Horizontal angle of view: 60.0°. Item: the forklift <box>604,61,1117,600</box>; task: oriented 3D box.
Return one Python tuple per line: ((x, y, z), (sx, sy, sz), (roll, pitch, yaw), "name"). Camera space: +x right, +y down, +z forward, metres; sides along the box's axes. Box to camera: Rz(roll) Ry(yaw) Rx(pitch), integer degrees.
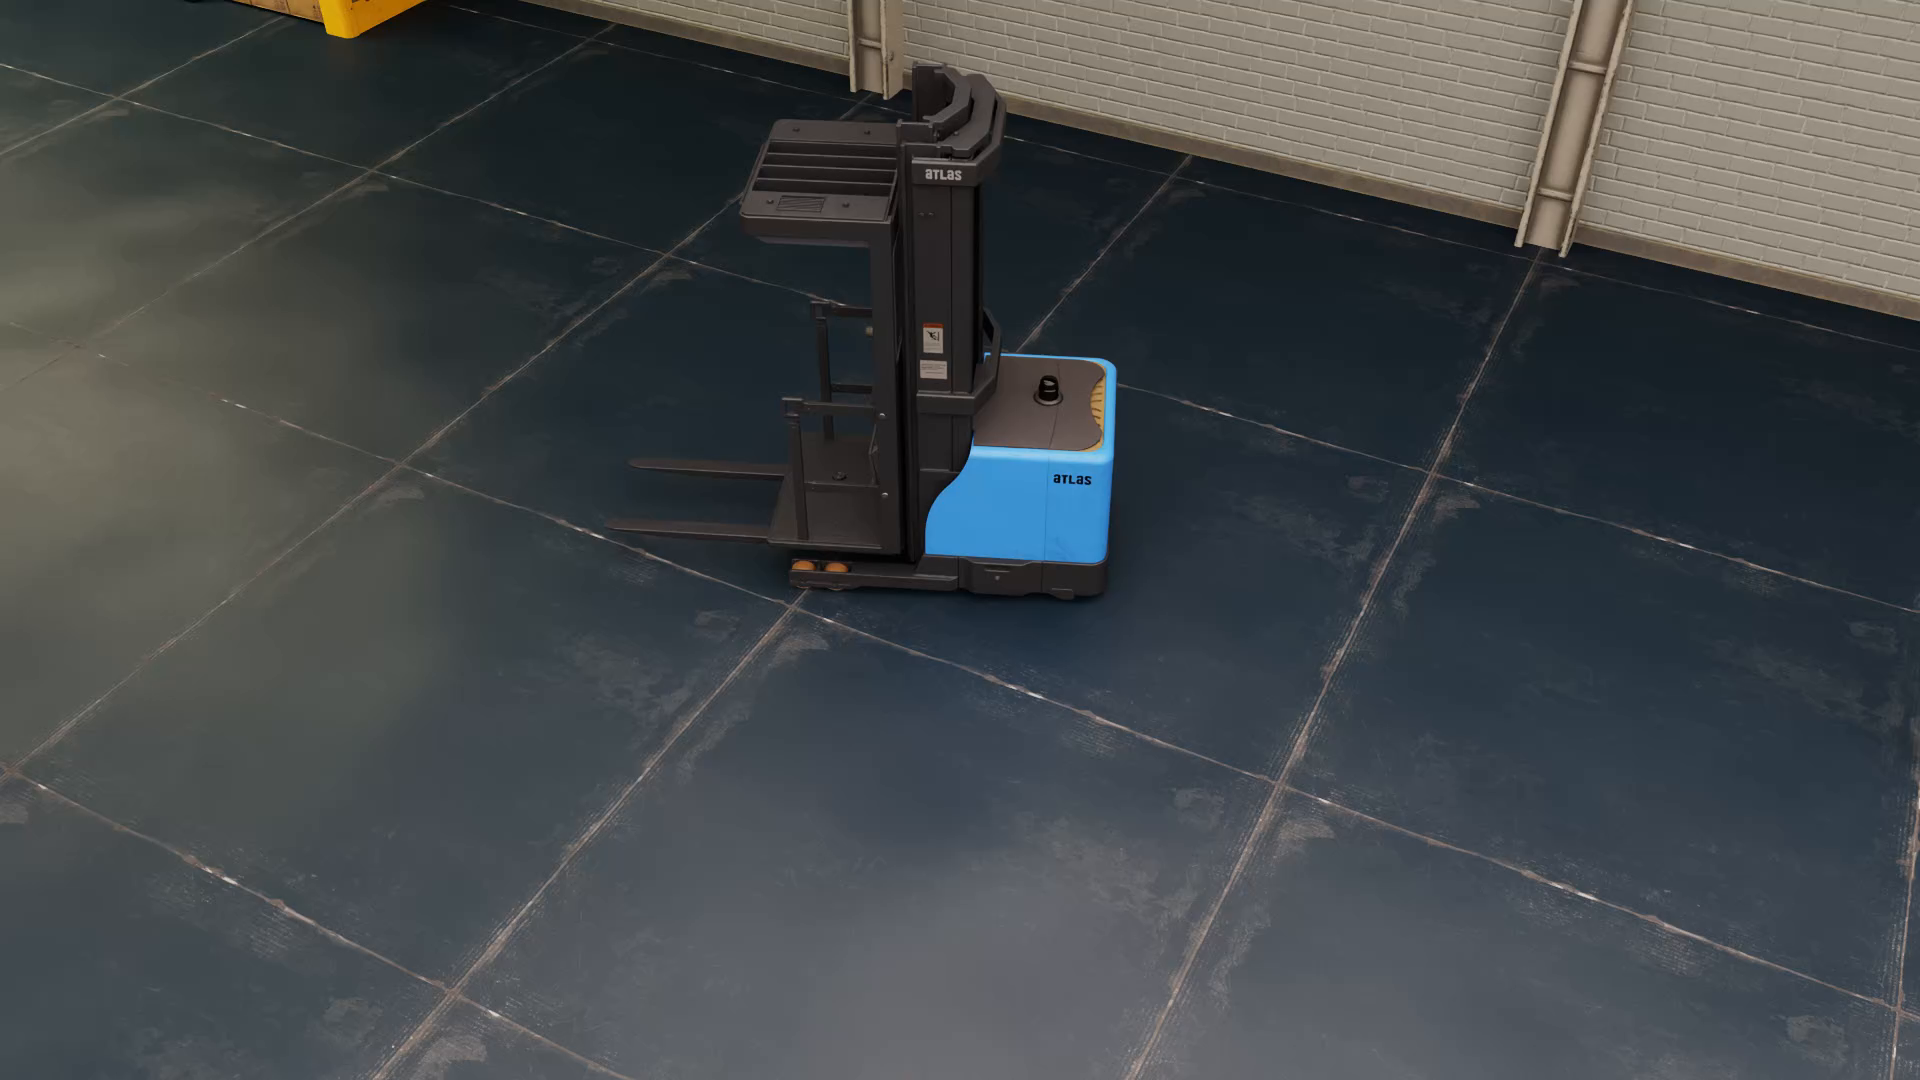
((-0.606, -1.157, 9.360), (3.031, 2.935, 1.130), (3, 40, 4), "forklift")
